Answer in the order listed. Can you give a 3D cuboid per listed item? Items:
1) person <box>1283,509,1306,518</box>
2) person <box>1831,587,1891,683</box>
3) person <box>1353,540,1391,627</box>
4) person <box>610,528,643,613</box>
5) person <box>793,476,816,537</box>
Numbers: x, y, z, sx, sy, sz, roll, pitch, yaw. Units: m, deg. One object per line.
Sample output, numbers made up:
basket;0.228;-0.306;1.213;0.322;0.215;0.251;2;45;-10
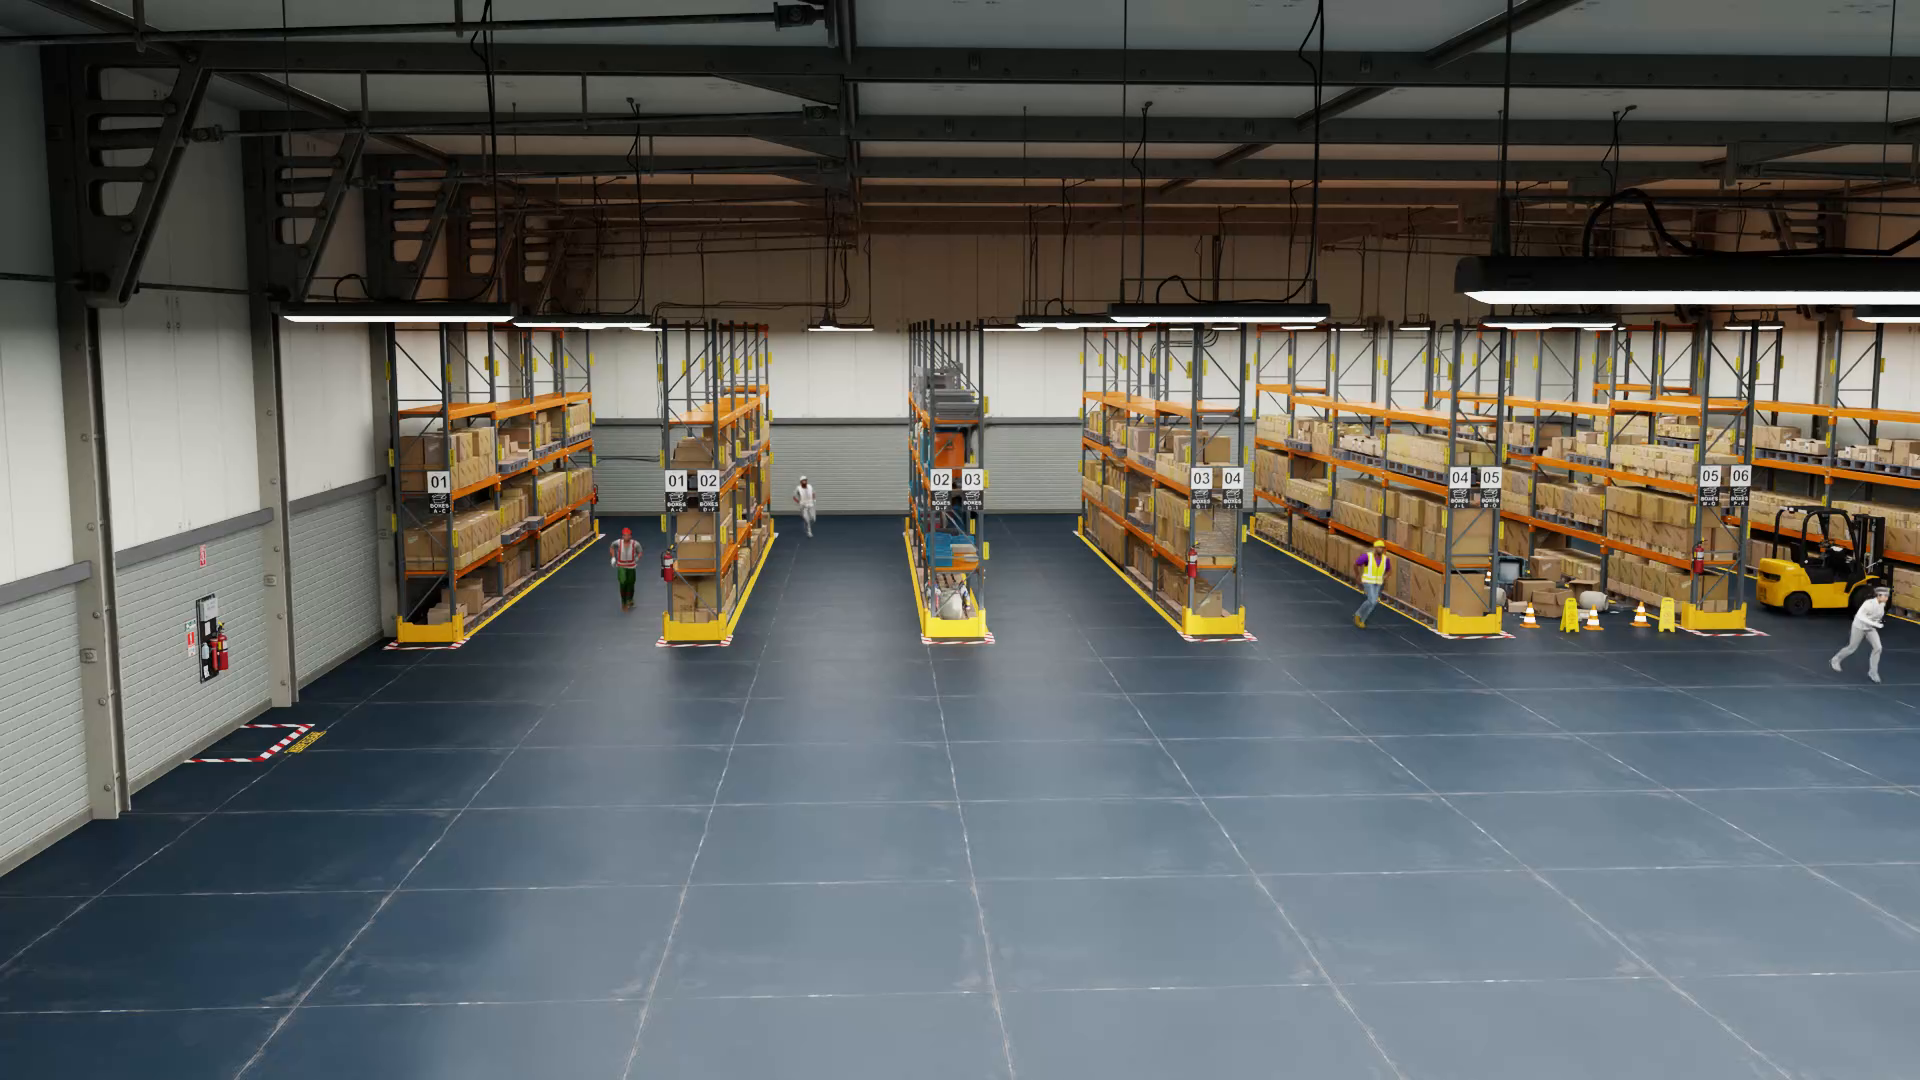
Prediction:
person;9.854;-1.083;48.922;0.968;1.627;0.646;0;7;0
person;15.054;1.538;27.801;0.658;1.625;0.966;-3;8;-26
person;8.122;0.858;32.558;0.673;1.715;0.570;-2;7;-18
person;-6.935;0.600;34.631;0.669;1.768;0.921;-2;7;-13
person;-4.412;-0.963;47.273;0.692;1.720;0.609;-3;8;-25
